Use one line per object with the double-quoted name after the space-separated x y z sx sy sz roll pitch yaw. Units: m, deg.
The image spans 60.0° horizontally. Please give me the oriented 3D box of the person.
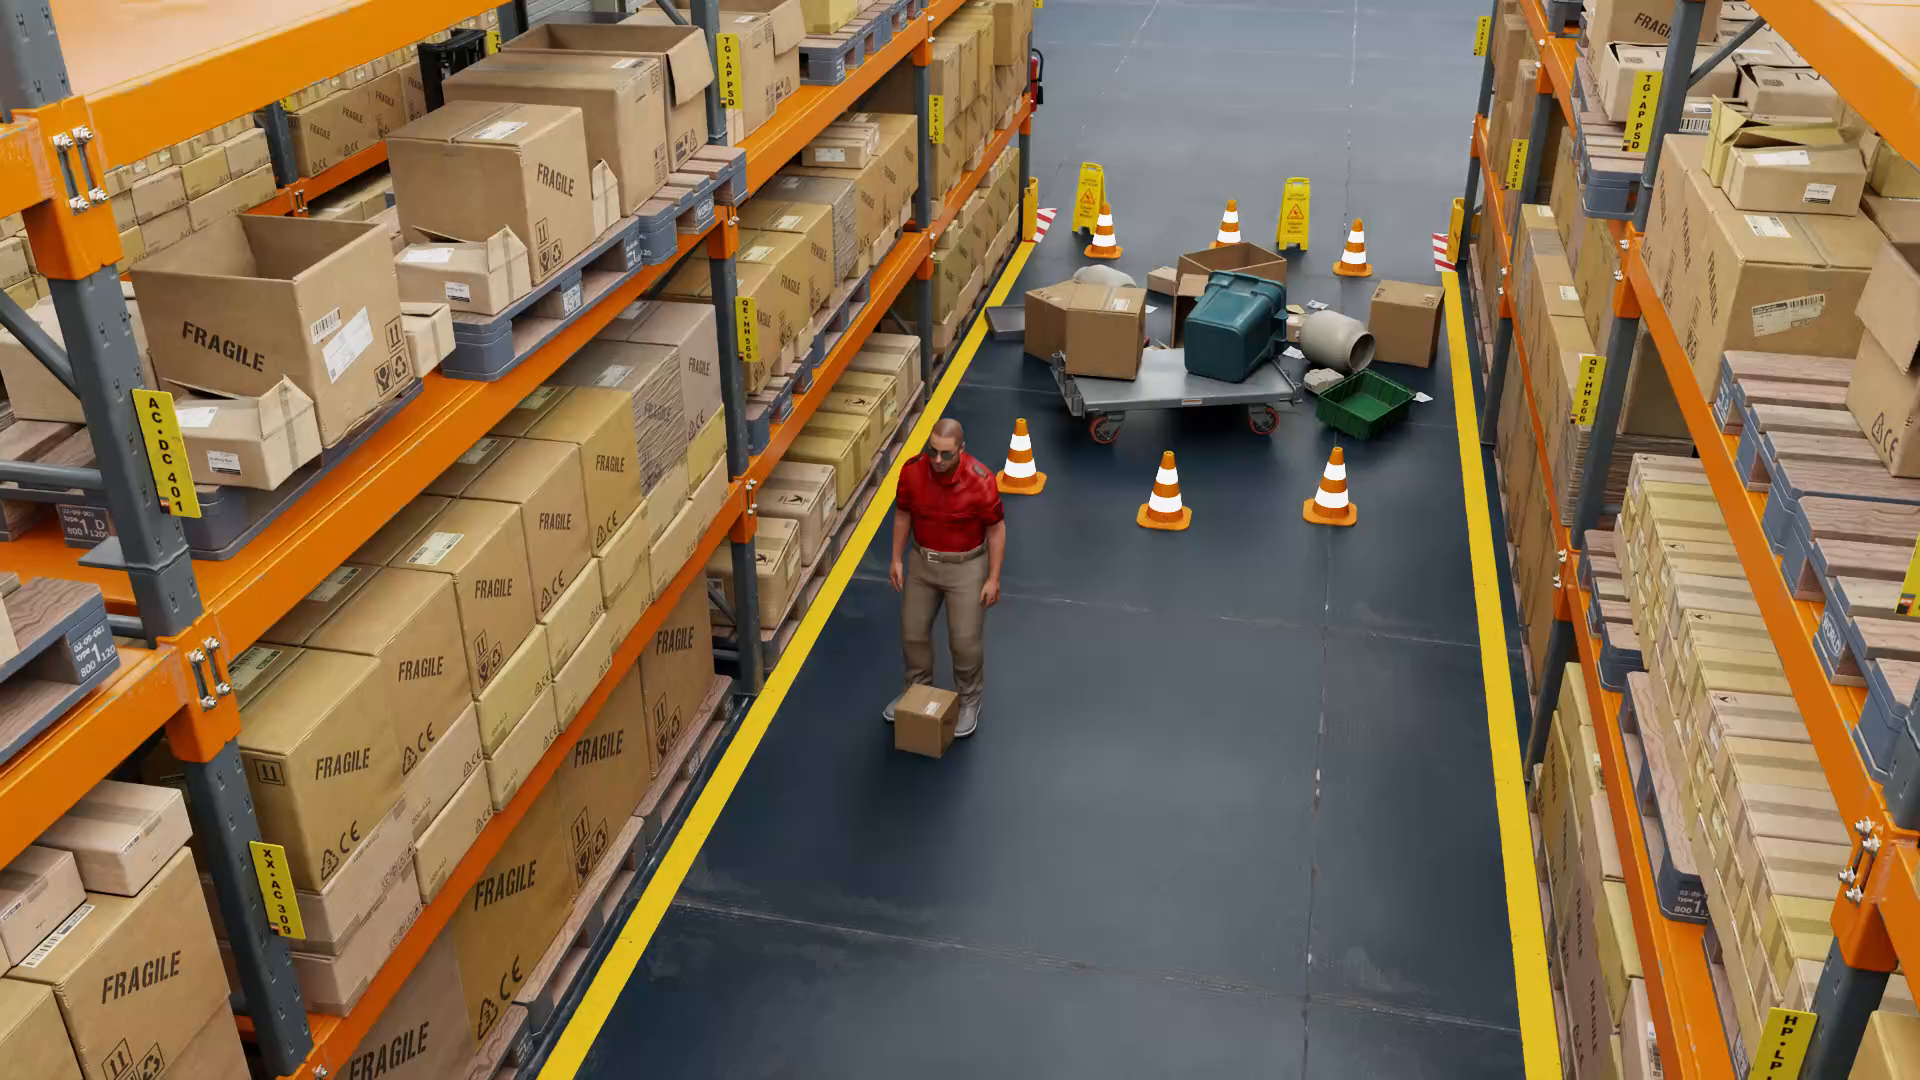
-0.076 0.160 8.343 0.601 1.726 0.393 10 30 18 "person"
